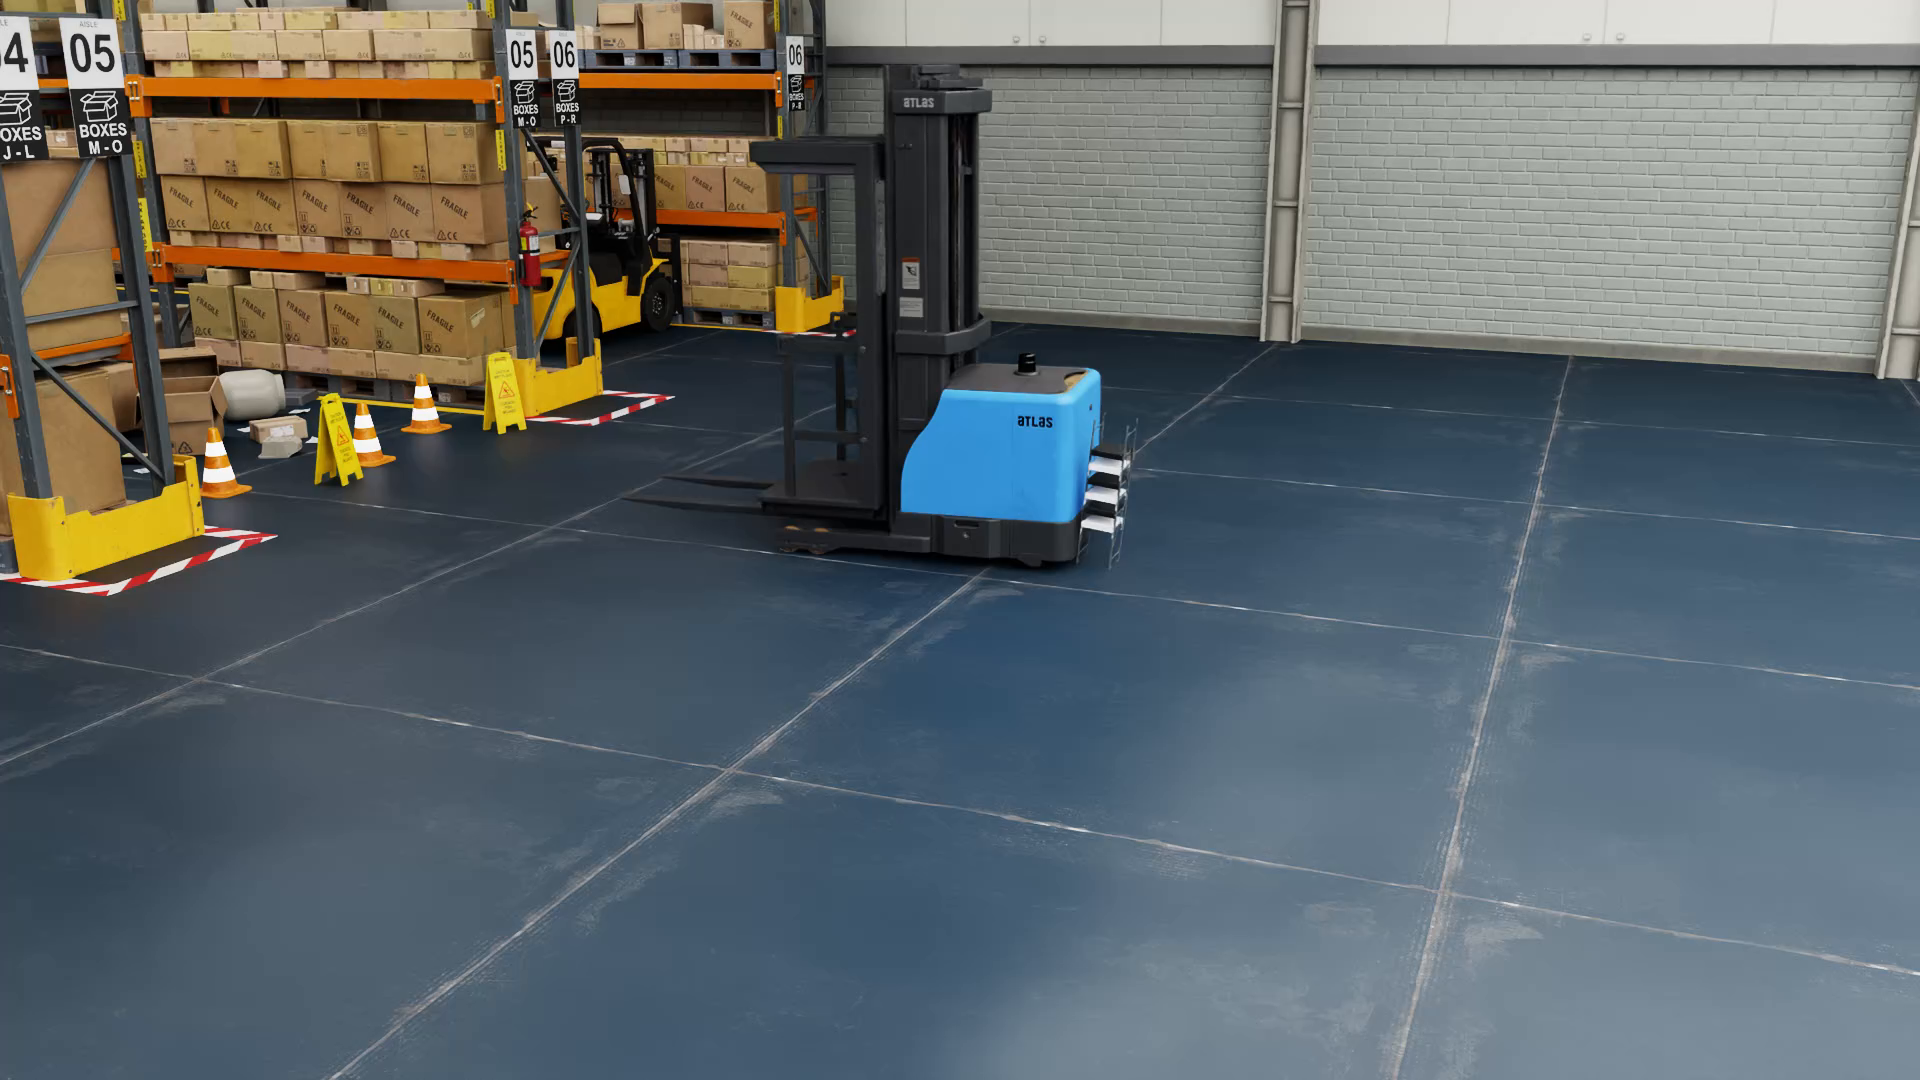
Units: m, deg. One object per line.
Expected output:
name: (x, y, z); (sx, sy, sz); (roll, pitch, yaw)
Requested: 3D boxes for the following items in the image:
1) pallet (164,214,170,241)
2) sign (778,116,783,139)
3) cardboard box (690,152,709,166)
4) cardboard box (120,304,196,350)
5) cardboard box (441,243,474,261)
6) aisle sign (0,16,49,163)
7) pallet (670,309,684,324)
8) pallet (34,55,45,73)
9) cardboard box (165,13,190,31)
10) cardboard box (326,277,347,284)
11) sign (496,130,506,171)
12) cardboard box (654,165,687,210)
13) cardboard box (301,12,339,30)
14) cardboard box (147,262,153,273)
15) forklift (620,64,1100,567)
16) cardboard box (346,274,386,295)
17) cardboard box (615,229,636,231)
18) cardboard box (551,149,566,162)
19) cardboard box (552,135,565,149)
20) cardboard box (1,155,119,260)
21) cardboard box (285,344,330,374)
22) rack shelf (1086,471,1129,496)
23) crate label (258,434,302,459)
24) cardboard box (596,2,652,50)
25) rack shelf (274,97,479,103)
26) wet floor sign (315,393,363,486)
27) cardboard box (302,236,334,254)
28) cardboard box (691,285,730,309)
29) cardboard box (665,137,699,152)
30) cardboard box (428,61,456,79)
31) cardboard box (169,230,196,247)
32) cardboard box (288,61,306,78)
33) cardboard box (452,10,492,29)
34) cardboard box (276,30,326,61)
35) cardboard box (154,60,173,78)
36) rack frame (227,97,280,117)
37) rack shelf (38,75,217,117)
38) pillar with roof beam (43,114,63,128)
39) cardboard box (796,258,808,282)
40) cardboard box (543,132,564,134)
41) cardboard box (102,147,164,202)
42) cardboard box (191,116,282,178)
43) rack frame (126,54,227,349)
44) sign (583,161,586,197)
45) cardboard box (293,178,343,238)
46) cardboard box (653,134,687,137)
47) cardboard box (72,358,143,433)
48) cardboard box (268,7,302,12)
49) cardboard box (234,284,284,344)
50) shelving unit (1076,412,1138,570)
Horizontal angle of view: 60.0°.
pallet: (-7.950, -3.088, 16.276); (1.213, 0.211, 1.003); (6, 17, 21)
sign: (-1.965, -4.474, 18.202); (0.005, 0.325, 0.100); (6, 17, 21)
cardboard box: (-2.873, -4.355, 18.950); (0.250, 0.149, 0.380); (6, 17, 20)
cardboard box: (-7.781, -2.057, 16.340); (0.625, 0.372, 0.950); (7, 17, 21)
cardboard box: (-4.274, -2.515, 14.406); (0.250, 0.149, 0.380); (6, 17, 20)
aisle sign: (-5.338, -2.525, 9.327); (0.004, 0.787, 0.394); (6, 17, 21)
pallet: (-3.611, -2.797, 19.928); (1.213, 0.211, 1.003); (6, 17, 21)
pallet: (-8.793, -4.611, 16.133); (1.003, 0.211, 1.213); (6, 17, 21)
cardboard box: (-6.866, -4.631, 14.887); (0.250, 0.149, 0.380); (7, 18, 22)
cardboard box: (-5.695, -2.211, 15.745); (0.500, 0.500, 0.500); (7, 18, 24)
sign: (-3.794, -3.221, 13.746); (0.005, 0.325, 0.100); (6, 17, 21)
cardboard box: (-3.264, -4.081, 19.172); (0.500, 0.500, 0.500); (6, 17, 20)
cardboard box: (-5.433, -4.464, 14.312); (0.250, 0.149, 0.380); (7, 18, 22)
cardboard box: (-10.617, -3.857, 22.309); (0.500, 0.500, 0.500); (7, 18, 23)
forklift: (-0.668, -1.451, 10.414); (3.031, 2.935, 1.130); (4, 17, 14)
cardboard box: (-5.256, -2.297, 14.874); (0.250, 0.149, 0.380); (7, 18, 23)
cardboard box: (-4.003, -3.610, 20.115); (0.500, 0.250, 0.500); (6, 17, 21)
cardboard box: (-4.578, -4.521, 19.524); (0.250, 0.149, 0.380); (7, 17, 22)
cardboard box: (-4.568, -4.665, 19.486); (0.250, 0.149, 0.380); (7, 17, 22)
cardboard box: (-5.624, -2.000, 9.976); (0.550, 0.550, 0.875); (6, 17, 21)
cardboard box: (-5.847, -1.710, 15.363); (0.500, 0.250, 0.500); (6, 17, 20)
rack shelf: (0.892, -0.347, 10.021); (0.200, 0.077, 0.258); (12, 19, 17)
crate label: (-5.290, -0.732, 12.948); (0.298, 0.136, 0.250); (-2, 16, -8)
cardboard box: (-3.701, -5.865, 19.000); (0.637, 0.503, 0.797); (7, 18, 22)
rack shelf: (-7.335, -5.652, 20.672); (4.000, 0.370, 1.077); (6, 17, 21)
wet floor sign: (-4.540, -0.741, 12.069); (0.232, 0.644, 0.267); (3, 17, 11)
cardboard box: (-5.686, -2.677, 14.964); (0.250, 0.149, 0.380); (6, 17, 20)
cardboard box: (-2.766, -2.844, 19.268); (0.500, 0.250, 0.500); (6, 17, 21)
cardboard box: (-3.145, -4.507, 18.942); (0.250, 0.149, 0.380); (7, 18, 22)
cardboard box: (-4.249, -3.956, 13.991); (0.250, 0.149, 0.380); (6, 17, 21)
cardboard box: (-7.117, -2.829, 15.487); (0.250, 0.149, 0.380); (6, 17, 20)
cardboard box: (-5.656, -4.131, 14.592); (0.250, 0.149, 0.380); (6, 17, 21)
cardboard box: (-3.994, -4.316, 13.801); (0.250, 0.149, 0.380); (6, 17, 21)
cardboard box: (-5.569, -4.304, 14.474); (0.500, 0.250, 0.500); (6, 17, 21)
cardboard box: (-7.090, -4.288, 15.134); (0.250, 0.149, 0.380); (6, 17, 20)
rack frame: (-9.195, -4.761, 21.695); (0.127, 3.000, 1.000); (6, 17, 21)
rack shelf: (-9.153, -4.364, 16.236); (4.000, 0.370, 1.077); (6, 17, 21)
pillar with roof beam: (-14.813, -7.240, 19.472); (0.400, 9.000, 9.100); (6, 17, 21)
cardboard box: (-2.115, -3.166, 19.482); (0.500, 0.250, 0.500); (7, 17, 22)
cardboard box: (-4.848, -4.864, 20.171); (0.250, 0.149, 0.380); (6, 17, 19)
cardboard box: (-7.806, -3.445, 15.693); (0.500, 0.500, 0.500); (6, 17, 20)
cardboard box: (-6.495, -3.576, 15.106); (0.500, 0.500, 0.700); (6, 17, 21)
rack frame: (-7.292, -3.065, 15.850); (0.127, 3.000, 1.000); (6, 17, 21)
sign: (-3.372, -3.212, 14.804); (0.005, 0.325, 0.100); (6, 17, 21)
cardboard box: (-5.570, -2.992, 14.885); (0.500, 0.500, 0.500); (6, 17, 21)
cardboard box: (-3.416, -4.701, 19.610); (0.250, 0.149, 0.380); (6, 17, 21)
cardboard box: (-7.007, -1.138, 13.449); (0.503, 0.637, 0.797); (6, 17, 21)
cardboard box: (-8.105, -6.337, 20.629); (0.500, 0.500, 0.700); (6, 17, 20)
cardboard box: (-6.340, -2.124, 15.443); (0.500, 0.500, 0.500); (7, 18, 23)
shelving unit: (0.886, -0.293, 10.039); (0.210, 0.900, 0.258); (12, 19, 17)
